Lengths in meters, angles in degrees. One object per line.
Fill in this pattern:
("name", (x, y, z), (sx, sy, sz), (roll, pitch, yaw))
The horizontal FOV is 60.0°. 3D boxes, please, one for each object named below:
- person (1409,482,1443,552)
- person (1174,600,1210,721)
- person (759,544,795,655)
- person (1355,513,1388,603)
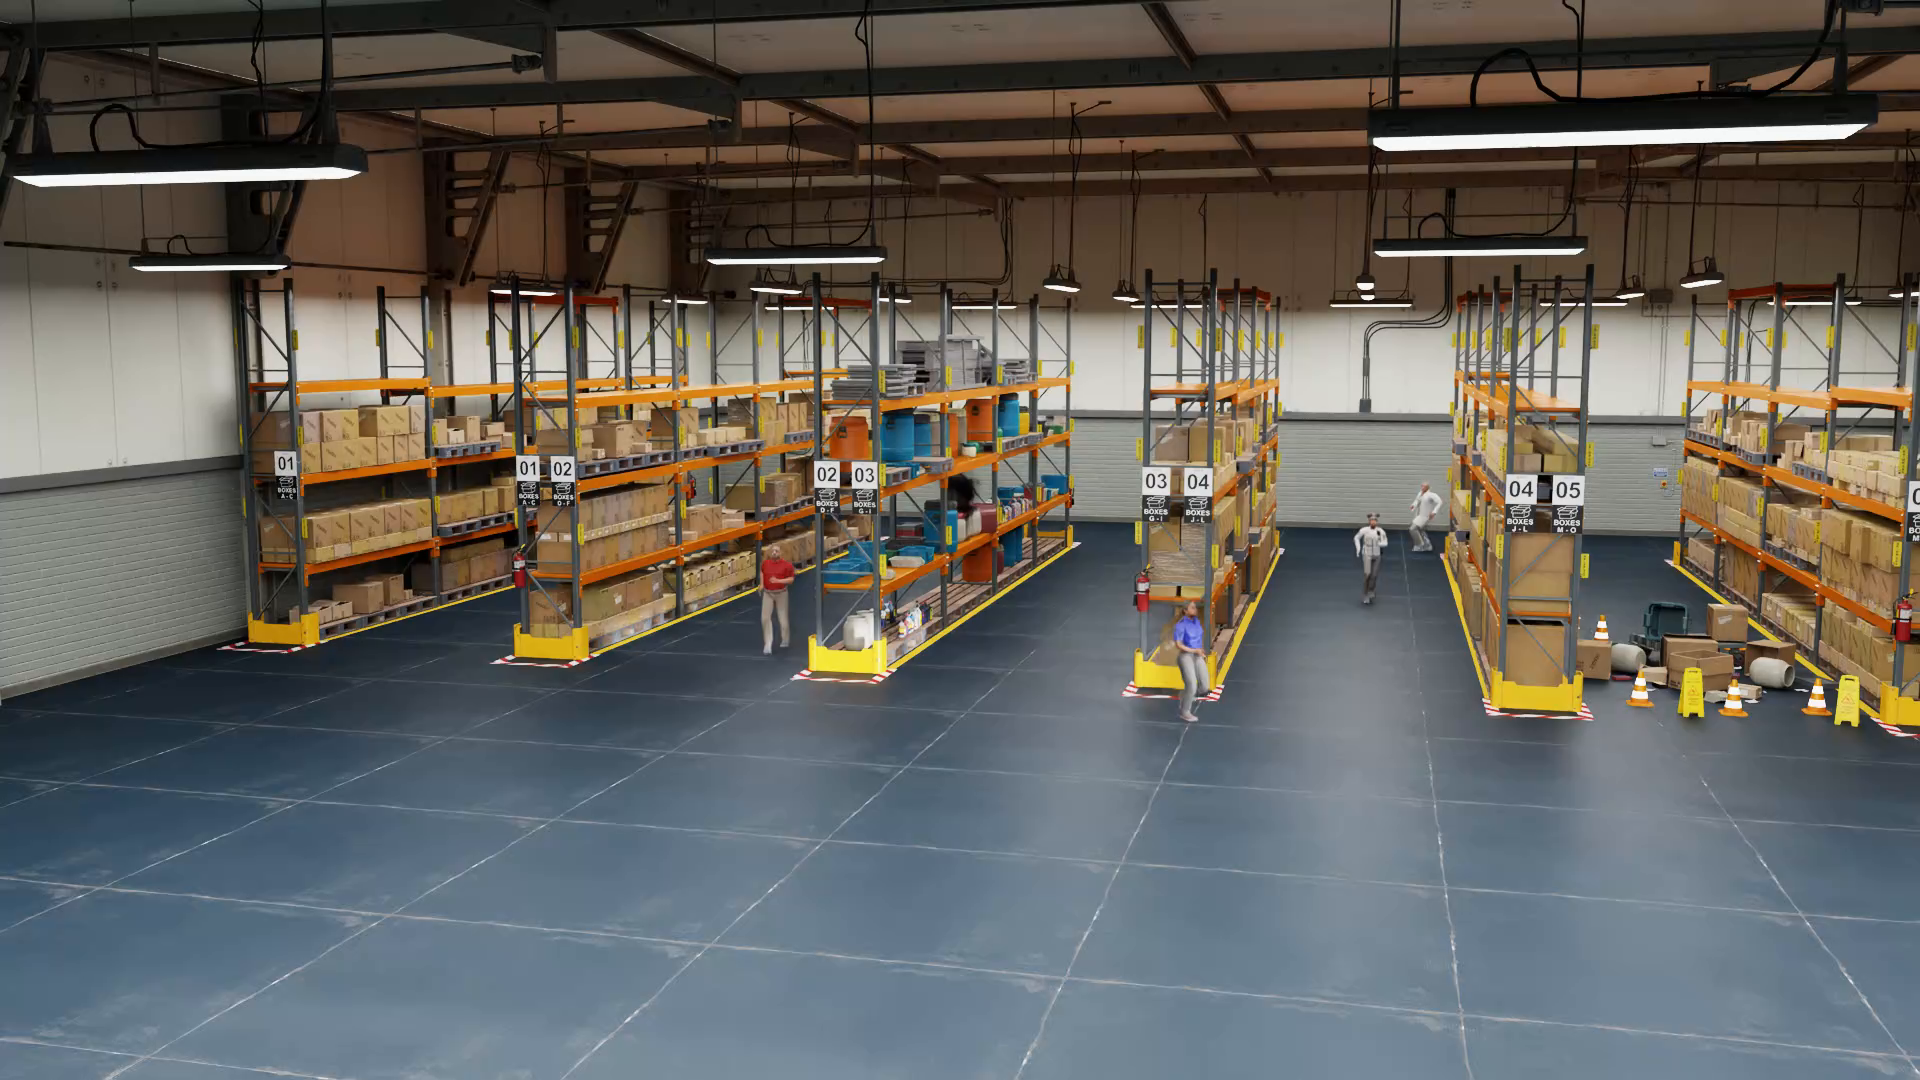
("person", (10.966, -0.530, 39.273), (0.726, 1.717, 0.834), (-2, 7, -13))
("person", (3.054, 1.586, 21.899), (0.594, 1.609, 0.579), (-6, 9, -40))
("person", (-2.956, 0.963, 26.723), (0.631, 1.796, 0.768), (1, 7, 8))
("person", (7.899, 0.342, 31.945), (0.567, 1.749, 0.732), (0, 7, 4))
